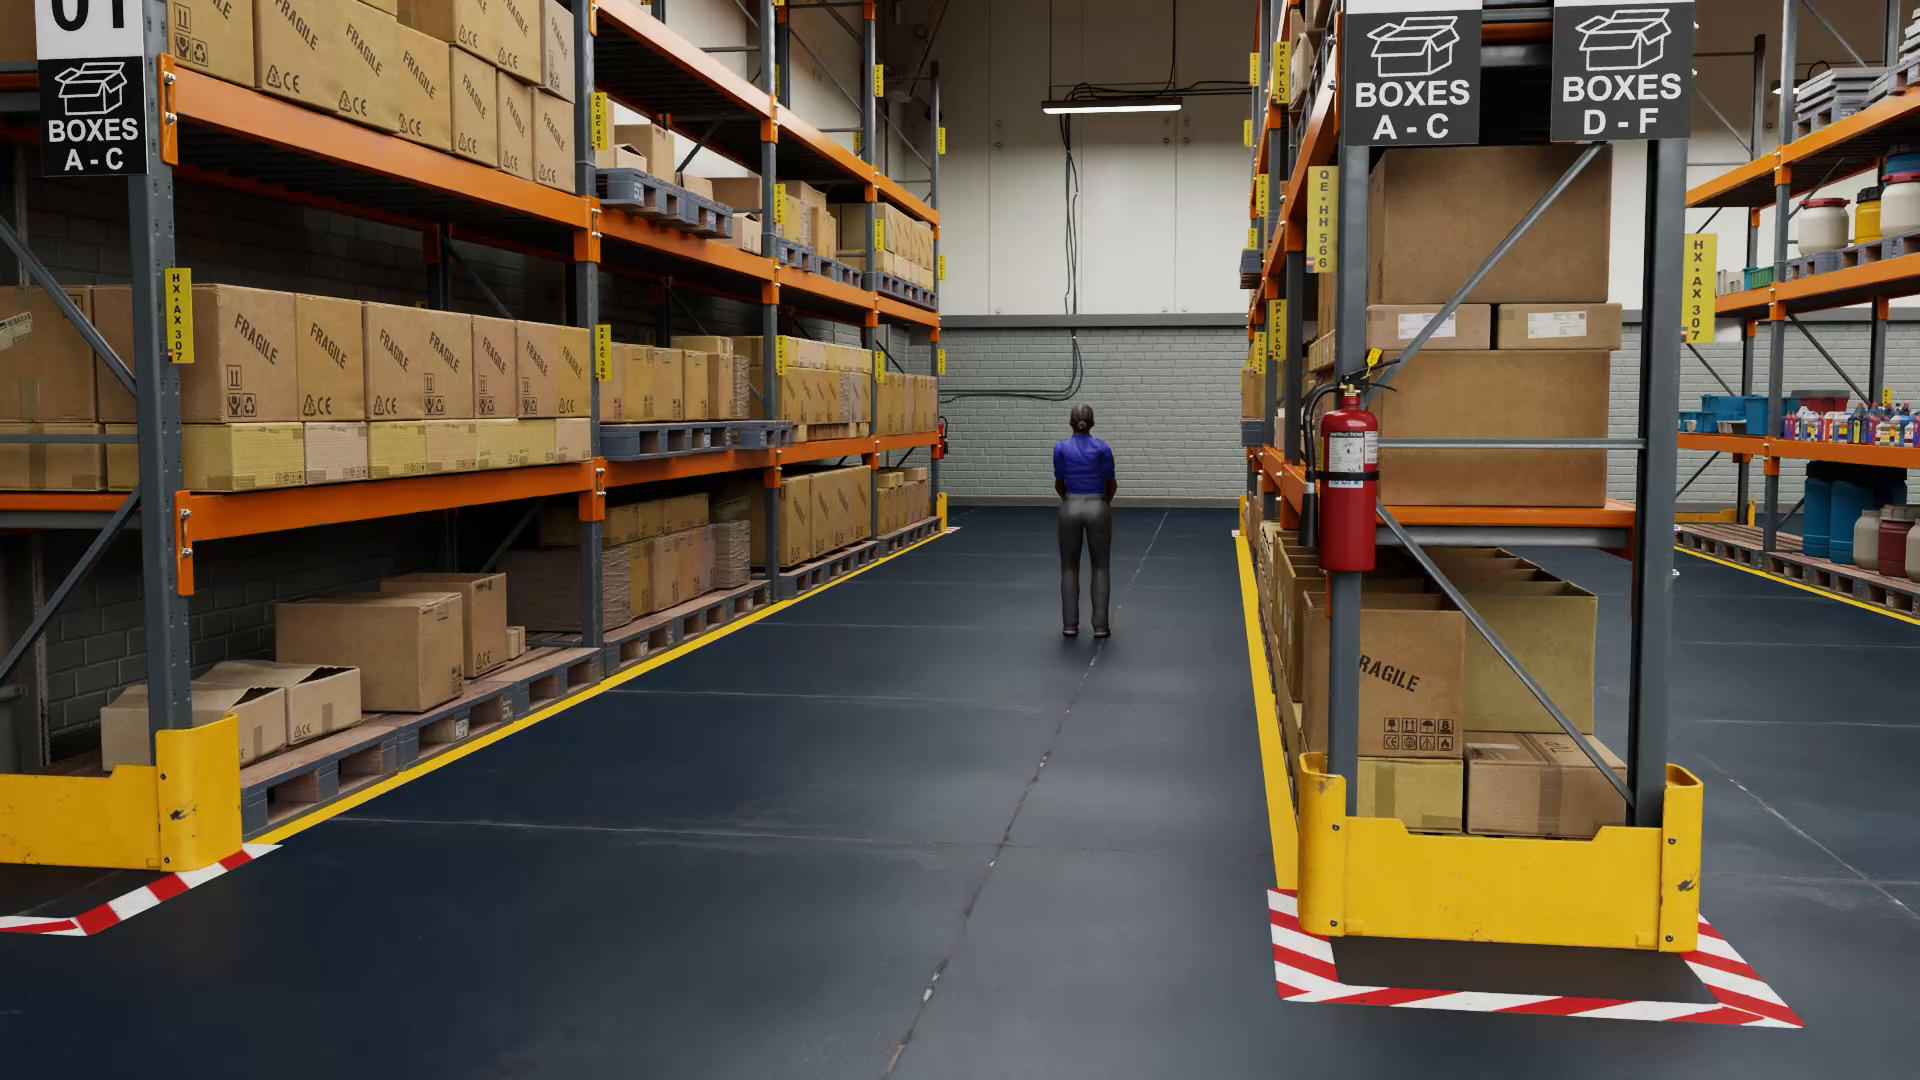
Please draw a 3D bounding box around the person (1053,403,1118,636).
[{"bbox_3d":[0.895,-0.146,11.818,0.451,1.650,0.518,1,5,10],"label":"person"}]
